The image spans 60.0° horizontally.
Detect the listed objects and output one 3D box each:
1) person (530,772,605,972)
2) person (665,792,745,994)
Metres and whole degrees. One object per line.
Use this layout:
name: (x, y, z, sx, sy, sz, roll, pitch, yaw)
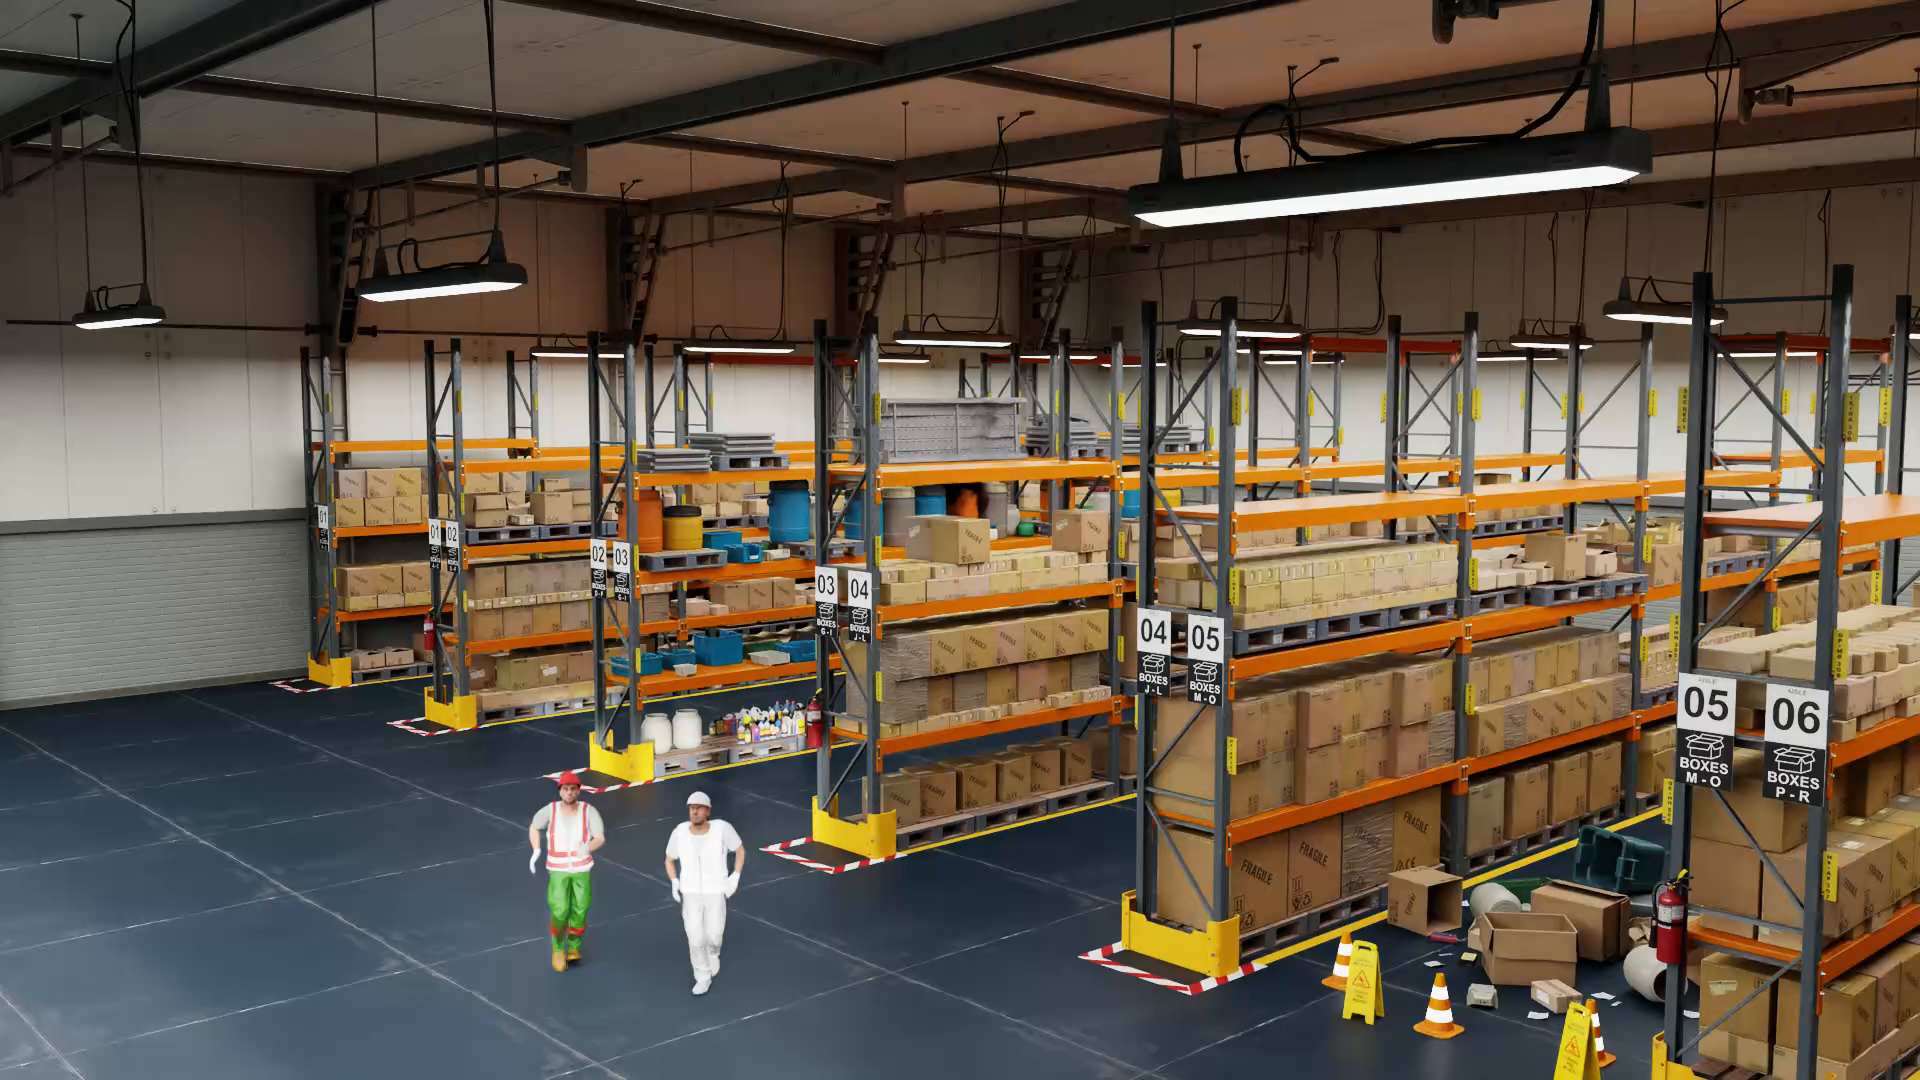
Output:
person: (-3.496, 2.967, 14.853, 0.654, 1.781, 0.698, -2, 5, -18)
person: (-2.217, 3.038, 14.380, 0.684, 1.742, 0.537, 0, 5, 0)
